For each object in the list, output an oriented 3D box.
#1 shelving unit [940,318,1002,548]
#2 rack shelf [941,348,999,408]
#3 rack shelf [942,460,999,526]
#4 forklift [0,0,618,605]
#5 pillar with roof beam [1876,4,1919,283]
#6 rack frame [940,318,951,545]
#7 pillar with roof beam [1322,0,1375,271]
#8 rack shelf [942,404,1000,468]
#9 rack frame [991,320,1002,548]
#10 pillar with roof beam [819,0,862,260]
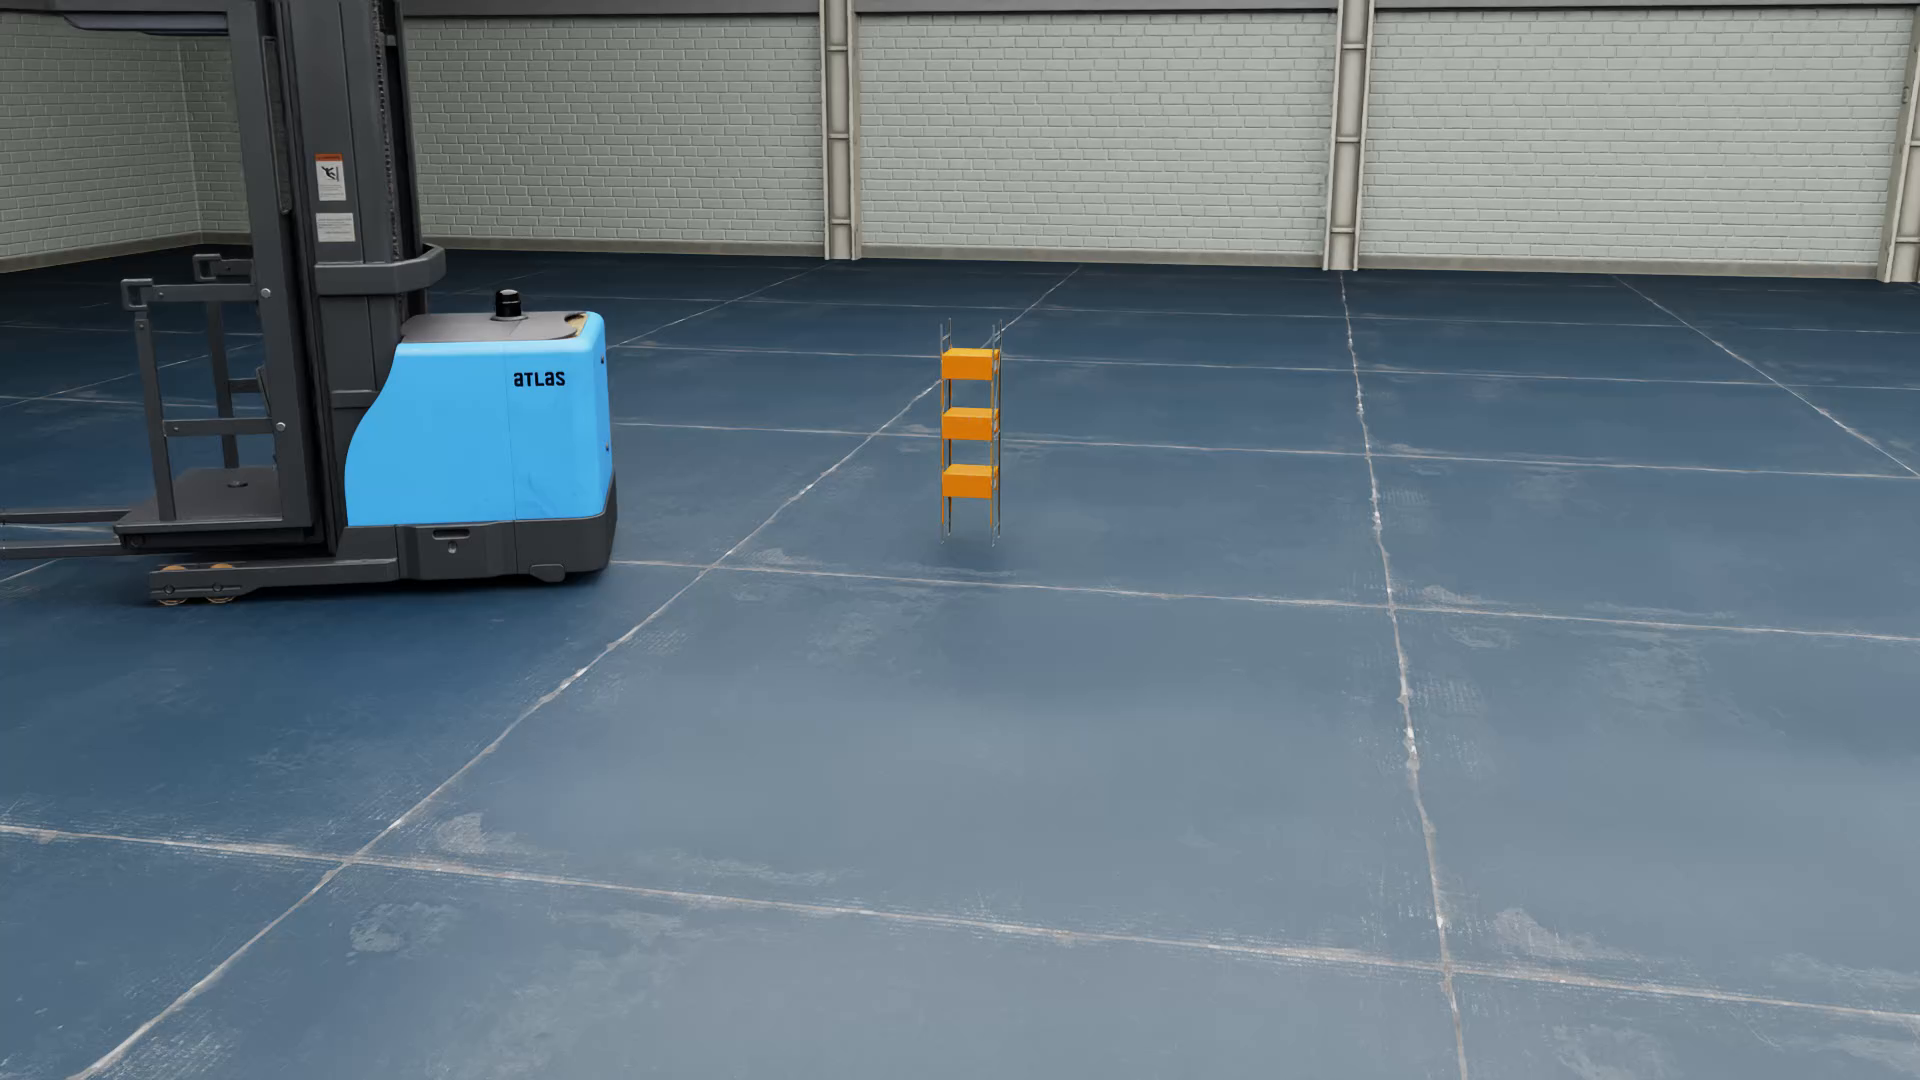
[{"bbox_3d":[0.052,-0.503,7.842,0.252,1.050,0.215,3,16,11],"label":"shelving unit"},{"bbox_3d":[0.052,-0.766,7.769,0.240,0.259,0.215,3,16,11],"label":"rack shelf"},{"bbox_3d":[0.052,-0.225,7.919,0.240,0.259,0.215,3,16,11],"label":"rack shelf"},{"bbox_3d":[-3.112,-1.288,7.151,3.031,2.935,1.130,-2,16,-8],"label":"forklift"},{"bbox_3d":[9.459,-6.056,12.999,0.400,9.000,9.100,3,16,11],"label":"pillar with roof beam"},{"bbox_3d":[-0.067,-0.510,7.865,0.008,1.050,0.200,3,16,11],"label":"rack frame"},{"bbox_3d":[3.579,-6.376,14.151,0.400,9.000,9.100,3,16,11],"label":"pillar with roof beam"},{"bbox_3d":[0.052,-0.493,7.844,0.240,0.259,0.215,3,16,11],"label":"rack shelf"},{"bbox_3d":[0.172,-0.497,7.818,0.008,1.050,0.200,3,16,11],"label":"rack frame"},{"bbox_3d":[-2.301,-6.695,15.303,0.400,9.000,9.100,3,16,11],"label":"pillar with roof beam"}]
